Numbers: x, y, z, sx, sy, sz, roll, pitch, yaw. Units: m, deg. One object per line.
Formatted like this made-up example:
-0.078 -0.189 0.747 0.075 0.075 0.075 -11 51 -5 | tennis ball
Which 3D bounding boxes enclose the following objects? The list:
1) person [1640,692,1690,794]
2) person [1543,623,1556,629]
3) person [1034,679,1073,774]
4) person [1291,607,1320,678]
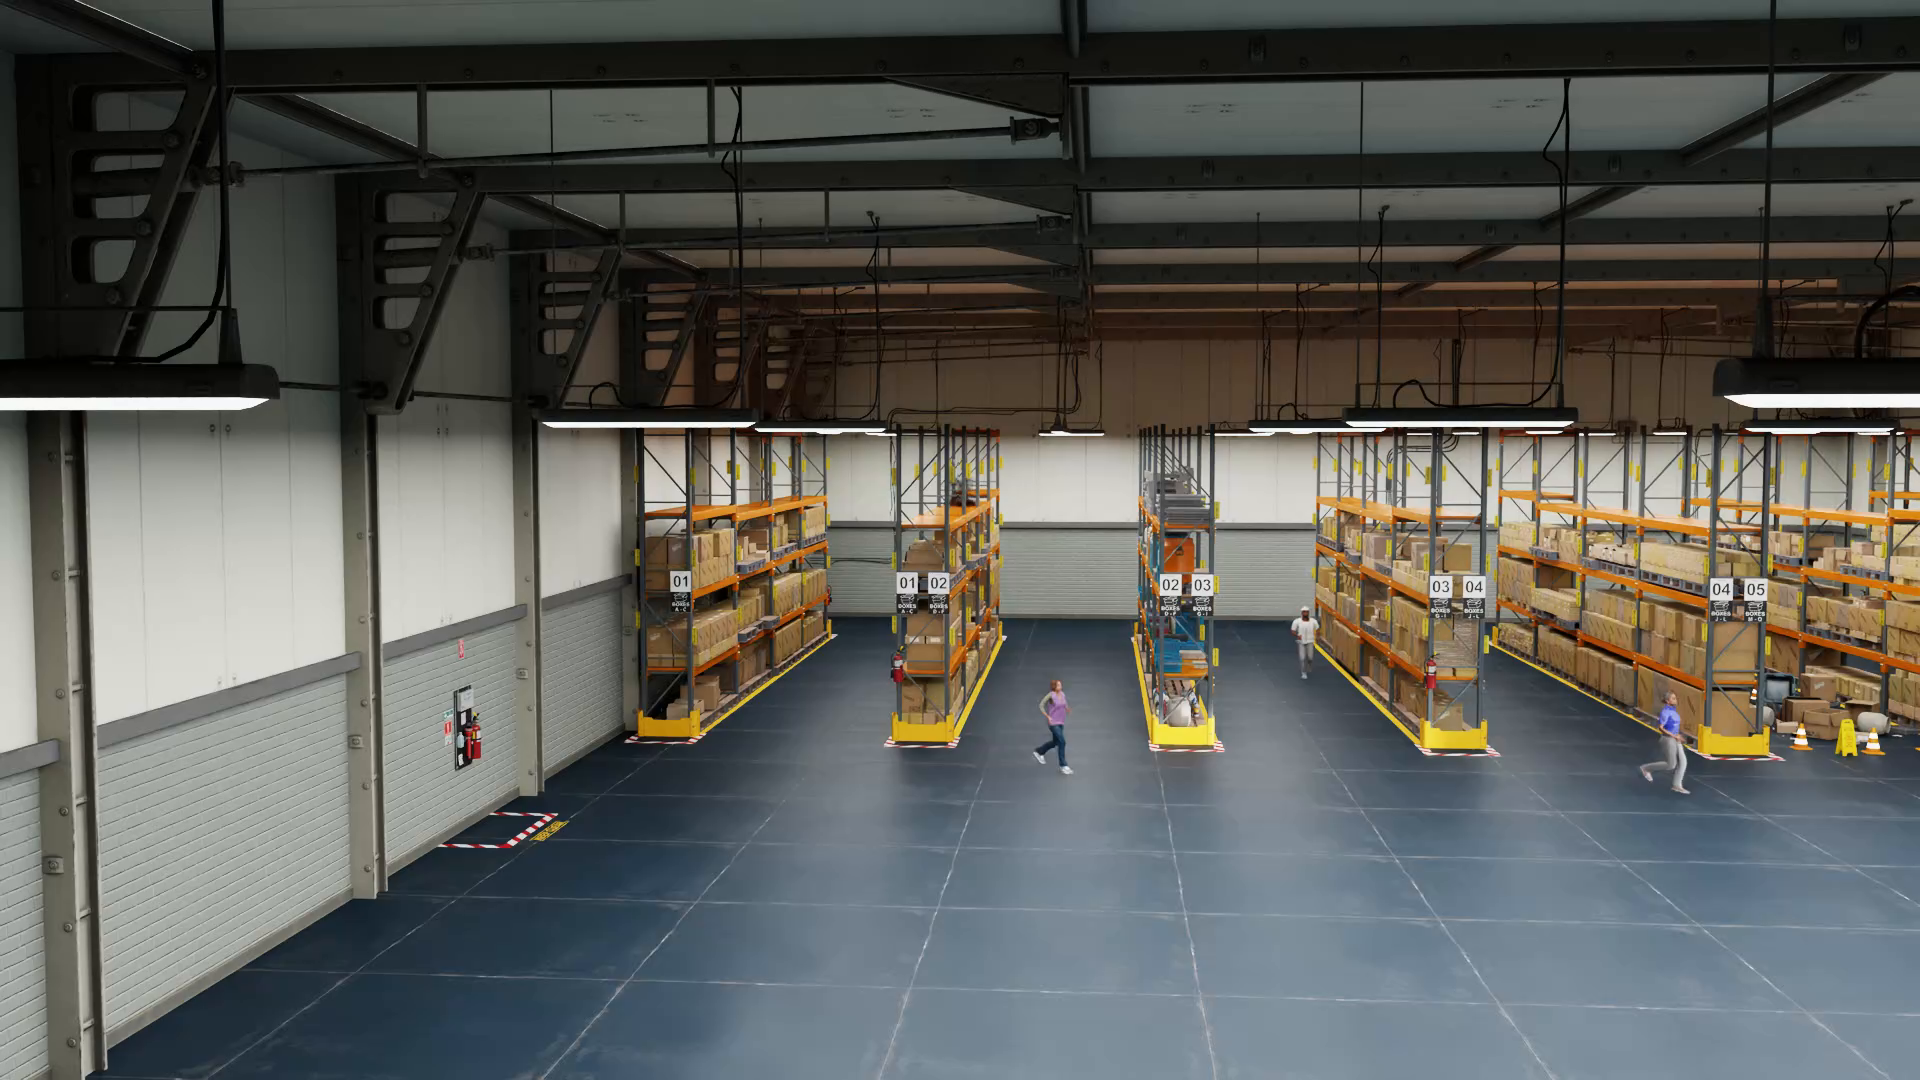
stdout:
11.494 3.280 27.036 0.768 1.640 0.588 3 4 39 | person
16.943 2.034 47.449 0.585 1.647 0.602 1 4 13 | person
1.629 3.188 28.658 0.815 1.592 0.526 3 5 40 | person
8.254 2.448 39.696 0.698 1.723 0.579 0 3 6 | person
